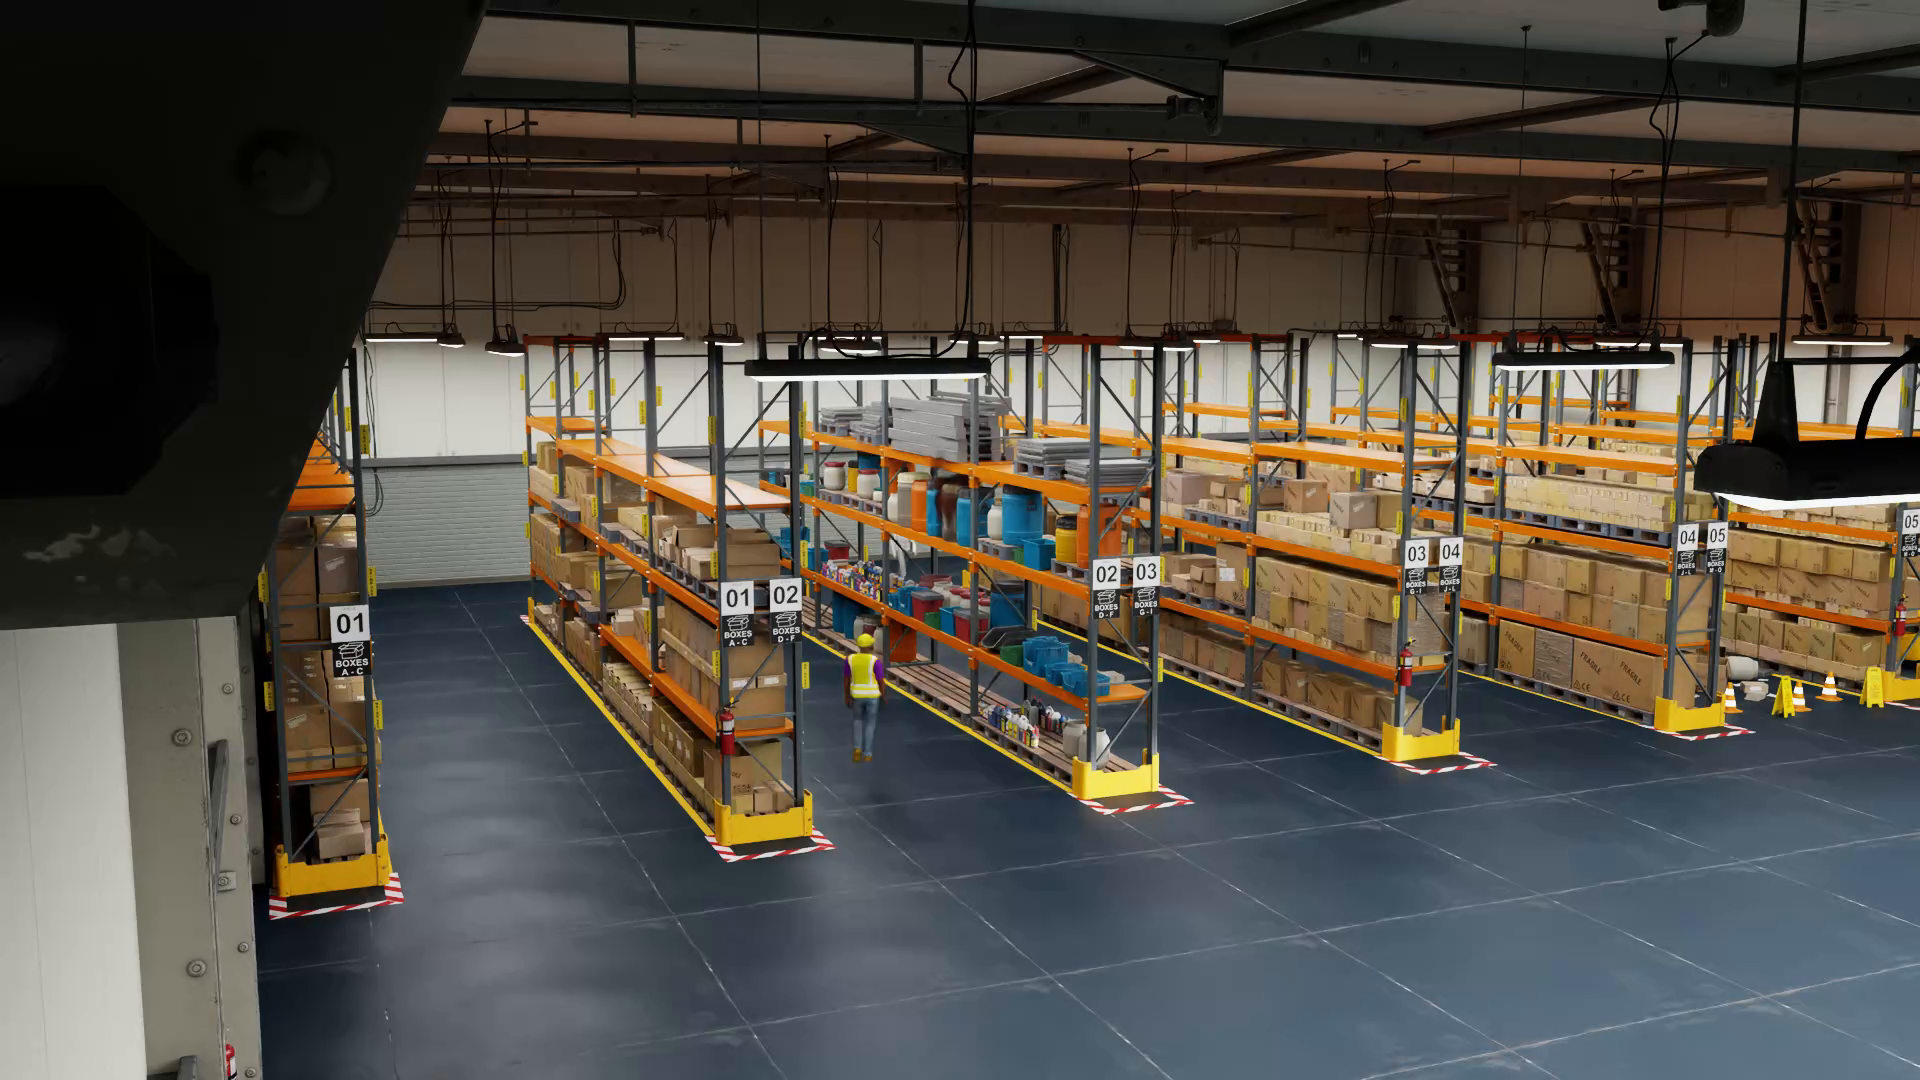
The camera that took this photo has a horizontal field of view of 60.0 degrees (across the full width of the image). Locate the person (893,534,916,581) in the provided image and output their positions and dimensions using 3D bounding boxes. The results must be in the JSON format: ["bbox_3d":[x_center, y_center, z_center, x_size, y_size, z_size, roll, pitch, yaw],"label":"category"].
[{"bbox_3d":[-1.330,0.223,39.491,0.487,1.576,0.815,-4,9,-27],"label":"person"}]

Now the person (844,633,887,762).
[{"bbox_3d":[-1.298,2.176,22.808,0.591,1.832,0.412,1,8,10],"label":"person"}]

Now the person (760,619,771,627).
[{"bbox_3d":[-3.793,1.200,32.606,0.520,1.620,1.023,-1,8,-9],"label":"person"}]
